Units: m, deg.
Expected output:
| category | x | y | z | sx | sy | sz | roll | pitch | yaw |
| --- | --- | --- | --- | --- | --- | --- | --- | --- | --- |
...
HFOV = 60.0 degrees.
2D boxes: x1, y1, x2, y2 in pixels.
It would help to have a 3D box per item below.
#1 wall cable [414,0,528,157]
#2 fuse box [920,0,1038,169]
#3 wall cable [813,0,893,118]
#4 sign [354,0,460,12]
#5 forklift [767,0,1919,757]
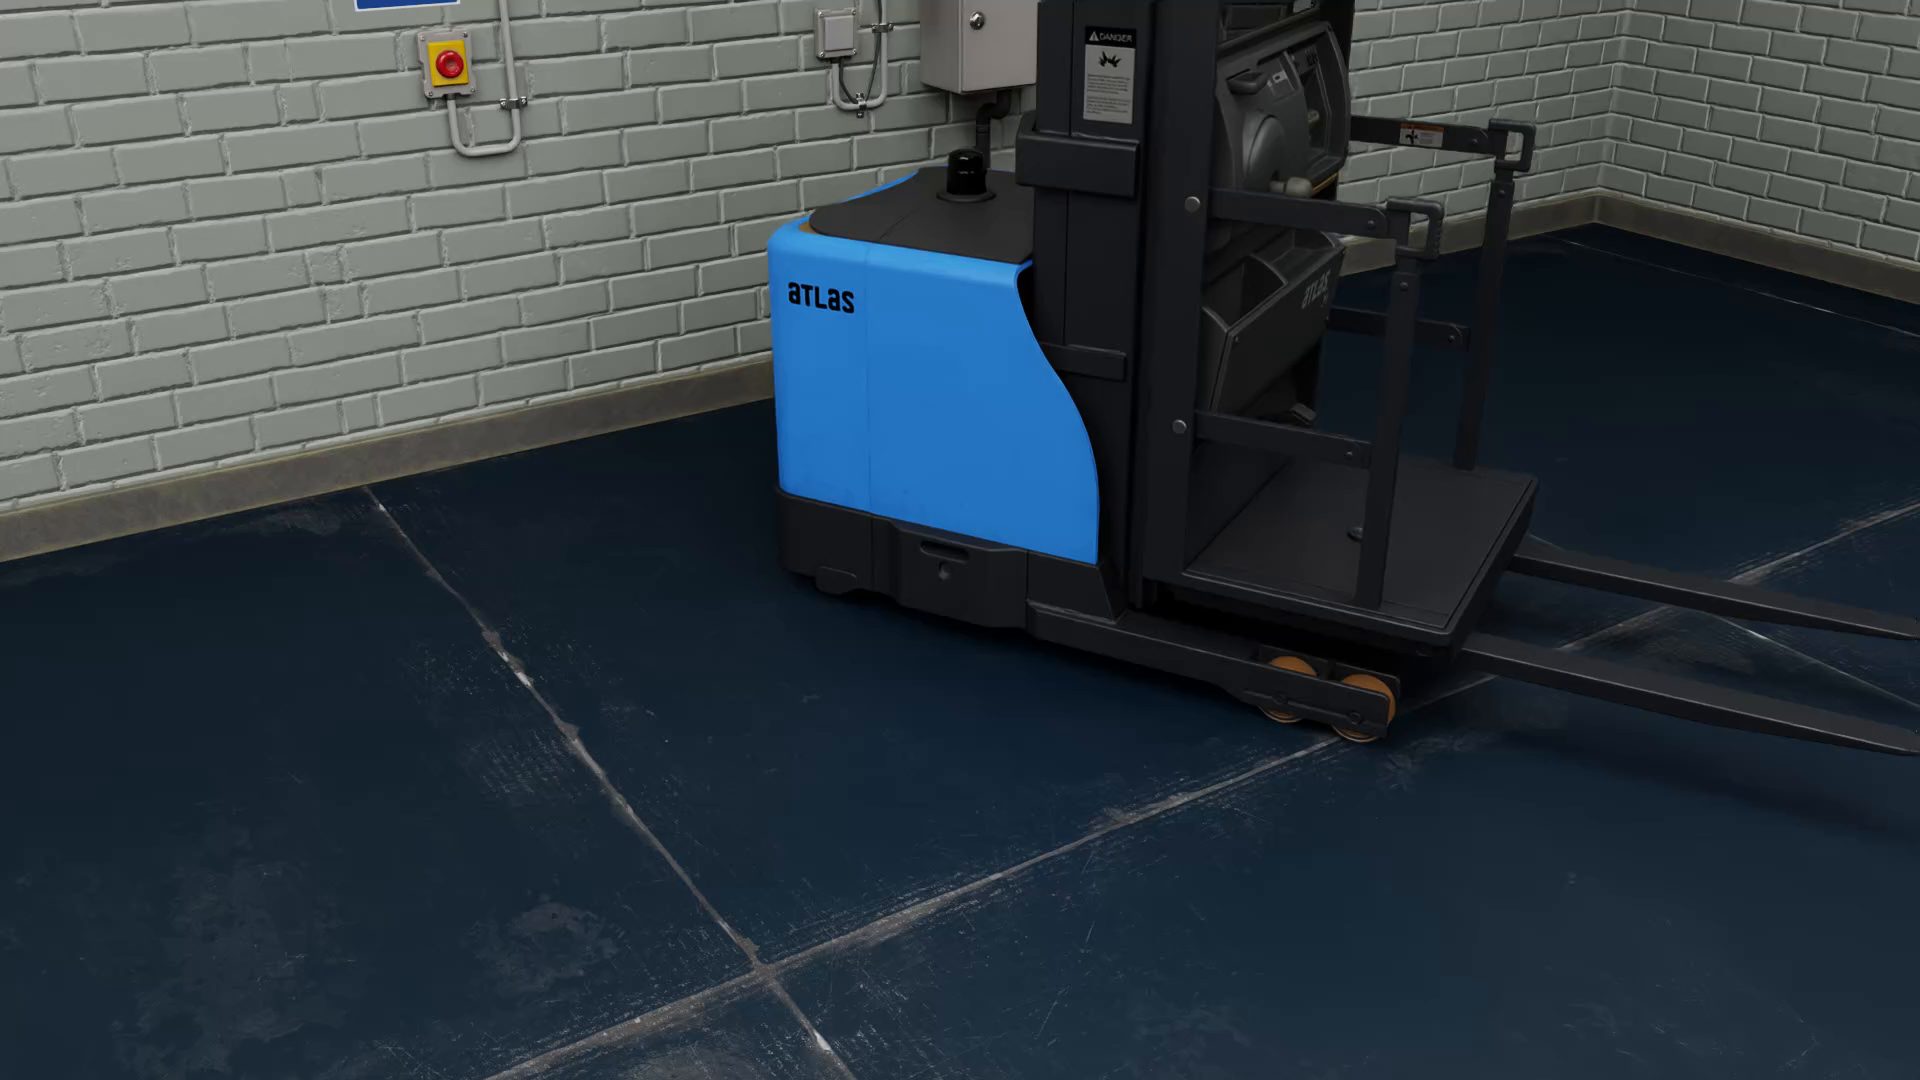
| category | x | y | z | sx | sy | sz | roll | pitch | yaw |
| --- | --- | --- | --- | --- | --- | --- | --- | --- | --- |
| wall cable | -1.650 | -2.103 | 4.965 | 0.585 | 1.953 | 0.123 | -16 | 29 | -30 |
| fuse box | 0.190 | -1.484 | 6.390 | 0.539 | 1.711 | 0.414 | -16 | 29 | -30 |
| wall cable | -0.468 | -2.424 | 5.681 | 0.588 | 1.984 | 0.122 | -16 | 29 | -30 |
| sign | -1.724 | -1.763 | 5.153 | 0.327 | 0.218 | 0.001 | -16 | 29 | -30 |
| forklift | 0.999 | -1.077 | 4.098 | 3.031 | 2.935 | 1.130 | 13 | 28 | 26 |
